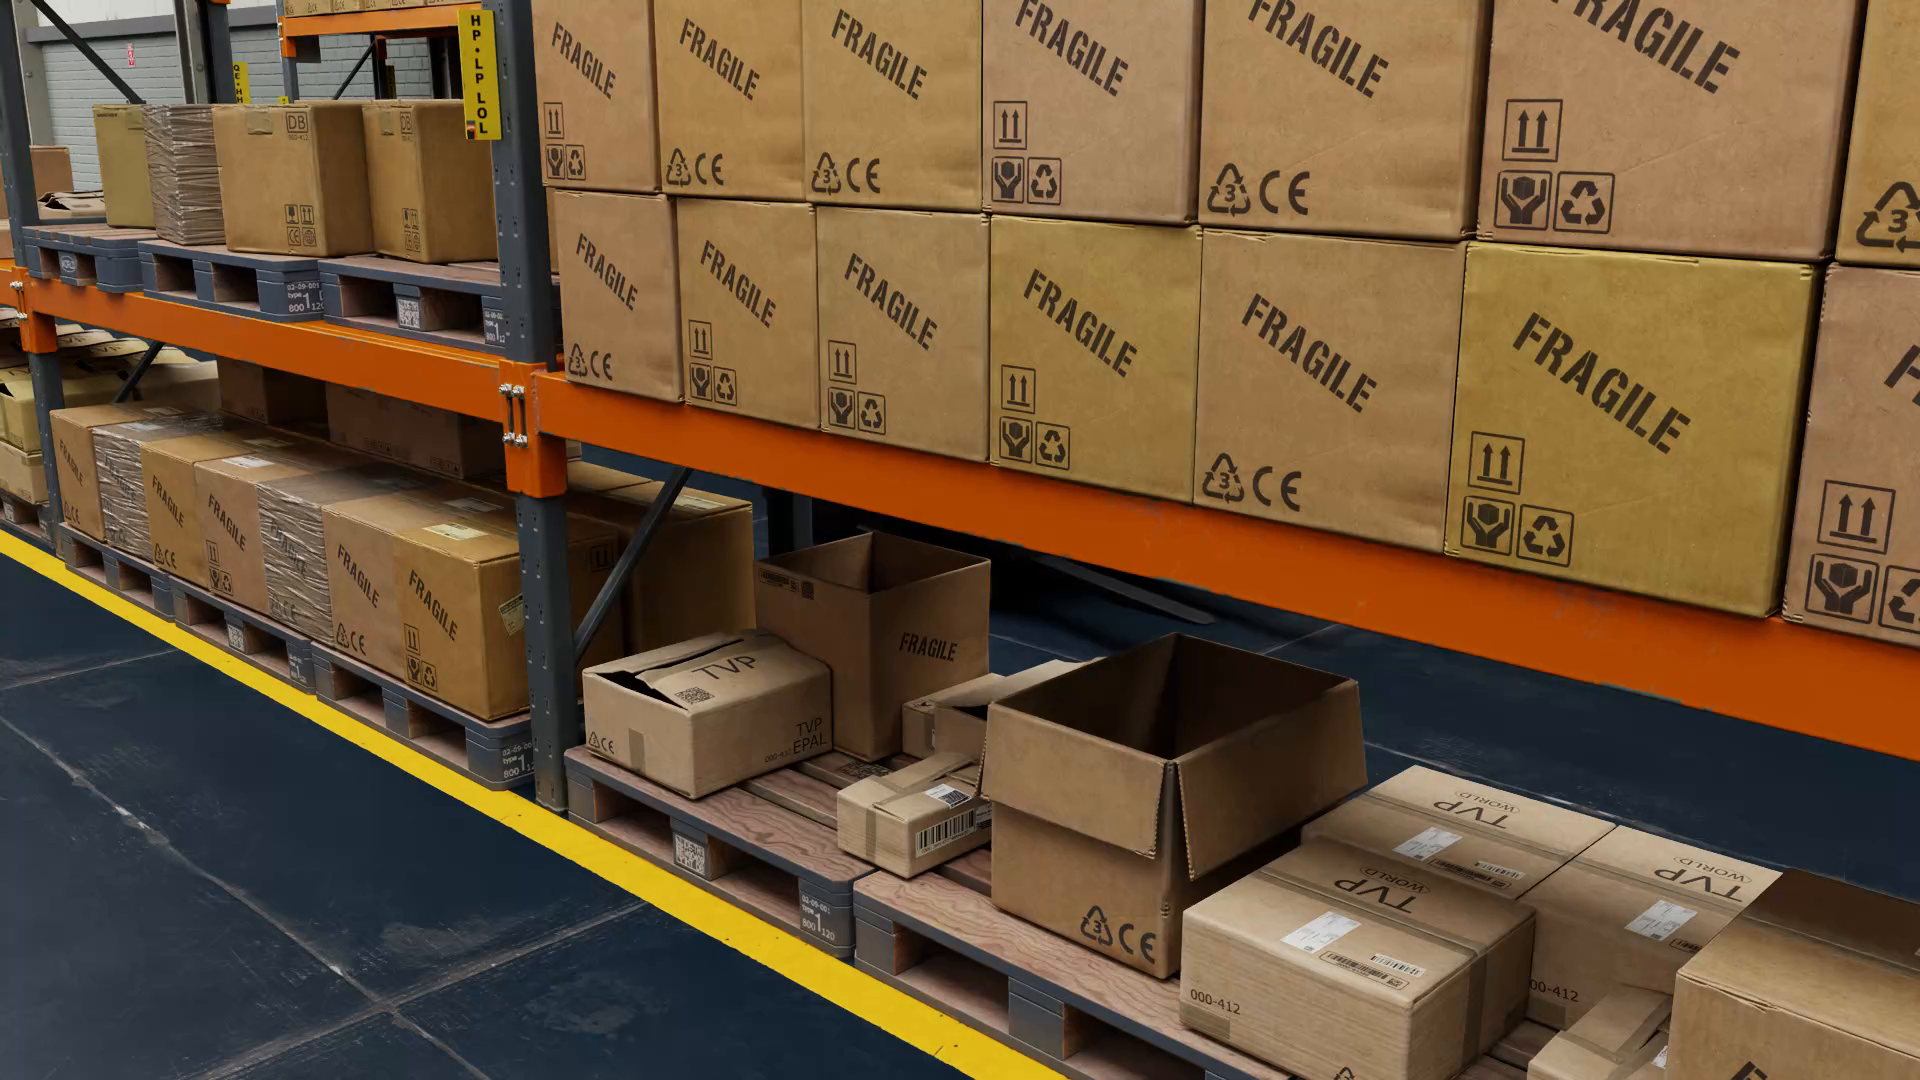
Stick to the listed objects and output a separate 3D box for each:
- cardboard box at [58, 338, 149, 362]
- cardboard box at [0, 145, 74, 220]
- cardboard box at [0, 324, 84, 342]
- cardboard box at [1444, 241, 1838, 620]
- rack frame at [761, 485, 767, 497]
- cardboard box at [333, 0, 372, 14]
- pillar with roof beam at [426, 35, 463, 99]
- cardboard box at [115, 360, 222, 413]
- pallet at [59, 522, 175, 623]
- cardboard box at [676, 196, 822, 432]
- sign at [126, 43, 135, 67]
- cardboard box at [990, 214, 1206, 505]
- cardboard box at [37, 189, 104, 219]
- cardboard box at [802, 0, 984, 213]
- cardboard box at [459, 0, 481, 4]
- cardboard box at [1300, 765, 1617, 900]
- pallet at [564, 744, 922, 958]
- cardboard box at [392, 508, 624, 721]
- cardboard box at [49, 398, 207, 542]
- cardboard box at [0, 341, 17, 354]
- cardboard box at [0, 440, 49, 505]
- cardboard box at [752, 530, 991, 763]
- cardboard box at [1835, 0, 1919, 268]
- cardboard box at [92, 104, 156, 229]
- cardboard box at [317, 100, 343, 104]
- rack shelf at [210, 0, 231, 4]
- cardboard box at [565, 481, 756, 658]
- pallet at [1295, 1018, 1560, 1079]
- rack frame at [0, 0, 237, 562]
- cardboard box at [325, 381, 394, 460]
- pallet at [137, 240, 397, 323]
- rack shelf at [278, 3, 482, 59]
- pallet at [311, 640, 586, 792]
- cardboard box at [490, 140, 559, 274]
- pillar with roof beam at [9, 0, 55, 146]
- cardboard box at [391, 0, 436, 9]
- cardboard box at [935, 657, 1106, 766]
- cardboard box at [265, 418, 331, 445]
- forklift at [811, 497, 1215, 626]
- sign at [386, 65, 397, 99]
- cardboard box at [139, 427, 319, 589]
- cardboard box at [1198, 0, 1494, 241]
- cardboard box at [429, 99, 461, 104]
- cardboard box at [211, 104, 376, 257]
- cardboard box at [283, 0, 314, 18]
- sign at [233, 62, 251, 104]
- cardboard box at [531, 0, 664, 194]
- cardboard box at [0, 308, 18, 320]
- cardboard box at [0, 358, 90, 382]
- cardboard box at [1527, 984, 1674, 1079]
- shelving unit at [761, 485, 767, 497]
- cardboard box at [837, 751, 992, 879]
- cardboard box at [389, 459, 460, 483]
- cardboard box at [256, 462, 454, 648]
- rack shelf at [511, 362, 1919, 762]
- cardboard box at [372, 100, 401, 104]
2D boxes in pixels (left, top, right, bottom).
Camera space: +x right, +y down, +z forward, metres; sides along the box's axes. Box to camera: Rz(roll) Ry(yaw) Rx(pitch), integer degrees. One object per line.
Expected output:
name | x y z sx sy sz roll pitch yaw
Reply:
cardboard box | -4.668 -0.917 9.012 0.500 0.311 0.500 13 19 41
cardboard box | -4.964 -1.787 8.645 0.500 0.500 0.500 12 19 39
cardboard box | -5.397 -1.096 9.697 0.500 0.311 0.500 14 20 42
cardboard box | 1.127 -0.216 2.613 0.500 0.500 0.500 14 20 43
rack frame | -0.925 -1.287 8.704 0.015 2.100 0.400 11 19 38
cardboard box | -5.263 -4.963 14.845 0.500 0.500 0.500 -13 20 -42
pillar with roof beam | -7.952 -5.904 12.745 0.400 9.000 9.100 14 20 42
cardboard box | -3.918 -0.737 8.321 0.500 0.311 0.500 -14 20 -42
pallet | -3.234 0.039 7.365 1.213 0.211 1.003 14 20 42
cardboard box | -0.317 -0.569 3.969 0.500 0.500 0.500 14 20 43
sign | -10.972 -6.413 22.000 0.199 0.298 0.001 14 20 42
cardboard box | 0.409 -0.392 3.290 0.500 0.500 0.500 13 20 41
cardboard box | -4.254 -1.597 8.289 0.500 0.311 0.500 13 20 42
cardboard box | 0.020 -0.967 3.512 0.500 0.500 0.500 13 19 41
cardboard box | -3.726 -4.602 13.457 0.500 0.500 0.500 -14 20 -43
cardboard box | 1.100 0.748 3.694 0.500 0.250 0.500 14 20 42
pallet | -0.372 0.722 4.745 1.213 0.211 1.003 14 20 42
cardboard box | -1.420 0.214 5.246 0.500 0.500 0.500 14 20 42
cardboard box | -3.616 -0.320 7.297 0.500 0.500 0.500 -13 20 -42
cardboard box | -5.392 -0.906 8.969 0.500 0.311 0.500 -14 20 -43
cardboard box | -4.293 -0.369 8.019 0.500 0.250 0.500 -14 20 -43
cardboard box | -0.258 0.297 4.930 0.500 0.500 0.500 14 20 42
cardboard box | 1.503 -0.608 2.137 0.500 0.500 0.500 13 20 42
cardboard box | -3.213 -1.610 7.132 0.500 0.500 0.700 7 16 24
cardboard box | -5.584 -3.822 15.421 0.500 0.500 0.500 14 20 42
rack shelf | -2.305 -2.202 5.911 4.000 0.370 1.077 14 20 42
cardboard box | -1.044 0.120 5.609 0.500 0.500 0.500 13 19 40
pallet | 1.385 1.149 3.106 1.213 0.211 1.003 14 20 42
rack frame | -3.745 -1.448 7.542 0.127 3.000 1.000 14 20 42
cardboard box | -2.126 -0.506 6.523 0.500 0.250 0.500 13 20 41
pallet | -2.342 -1.016 6.263 1.213 0.211 1.003 14 20 42
rack shelf | -4.628 -4.502 14.738 4.000 0.370 1.077 14 20 42
pallet | -1.477 0.466 5.727 1.213 0.211 1.003 14 20 42
cardboard box | -1.051 -1.123 5.263 0.500 0.500 0.700 7 16 24
pillar with roof beam | -16.591 -8.005 20.806 0.400 9.000 9.100 14 20 42
cardboard box | -4.504 -4.782 14.150 0.500 0.500 0.500 13 19 40
cardboard box | 0.282 0.519 4.450 0.500 0.311 0.500 14 20 42
cardboard box | -2.536 -0.240 6.989 0.500 0.500 0.500 13 19 40
forklift | 0.325 -1.270 6.993 1.130 2.935 3.031 -9 17 -32
sign | -5.669 -4.559 16.556 0.005 0.325 0.100 14 20 42
cardboard box | -2.877 -0.141 6.608 0.500 0.500 0.500 13 20 41
cardboard box | 0.762 -0.787 2.821 0.500 0.500 0.500 -14 20 -43
cardboard box | -4.107 -3.461 14.037 0.500 0.500 0.500 14 20 42
cardboard box | -2.180 -1.298 5.933 0.500 0.500 0.700 8 17 28
cardboard box | -6.001 -5.154 15.576 0.500 0.500 0.500 -14 20 -43
sign | -3.375 -2.070 7.790 0.005 0.325 0.100 14 20 42
cardboard box | -0.721 -1.147 4.204 0.500 0.500 0.500 -14 20 -43
cardboard box | -6.134 -1.274 10.379 0.500 0.311 0.500 14 20 42
cardboard box | -4.672 -0.729 8.290 0.500 0.311 0.500 13 20 41
cardboard box | 1.223 0.972 2.998 0.250 0.166 0.380 14 20 42
shelving unit | -0.735 -1.249 8.555 0.503 2.100 0.431 11 19 38
cardboard box | -0.084 0.672 4.150 0.250 0.166 0.380 14 20 42
cardboard box | -1.791 -0.061 6.301 0.500 0.500 0.500 14 20 43
cardboard box | -2.130 0.038 5.921 0.500 0.500 0.500 14 20 43
rack shelf | 0.574 -0.050 3.602 4.000 0.370 1.077 14 20 42
cardboard box | -4.837 -3.642 14.731 0.500 0.500 0.500 -14 20 -42
